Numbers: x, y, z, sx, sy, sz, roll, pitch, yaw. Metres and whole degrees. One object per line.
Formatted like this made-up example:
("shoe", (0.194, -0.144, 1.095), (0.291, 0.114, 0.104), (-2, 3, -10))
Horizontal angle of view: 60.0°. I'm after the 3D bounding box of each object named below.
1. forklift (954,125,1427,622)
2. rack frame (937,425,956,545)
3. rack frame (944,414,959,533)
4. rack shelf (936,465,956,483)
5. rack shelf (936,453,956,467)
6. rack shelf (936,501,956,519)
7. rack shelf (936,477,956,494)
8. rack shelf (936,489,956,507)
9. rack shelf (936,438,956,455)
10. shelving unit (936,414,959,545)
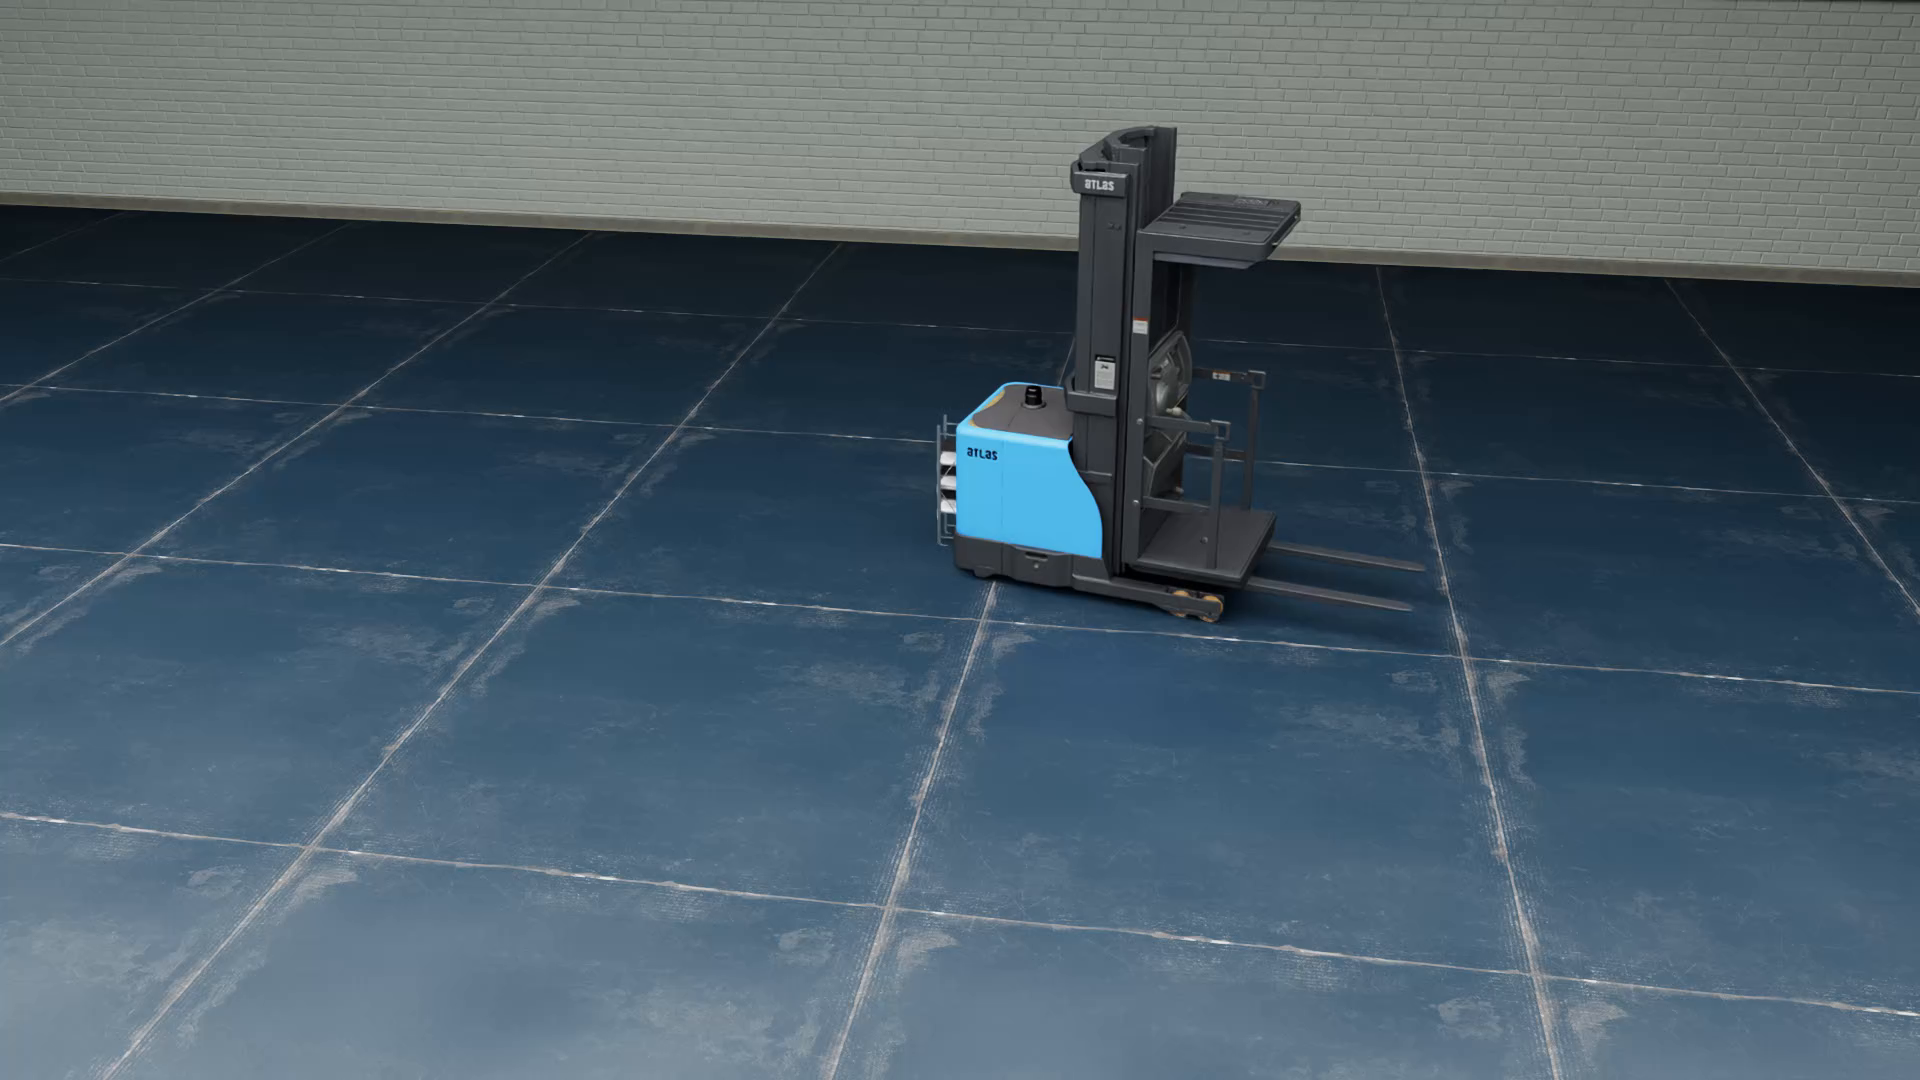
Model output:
("forklift", (1.527, -1.056, 10.594), (3.031, 2.935, 1.130), (10, 27, 20))
("rack frame", (-0.039, -0.367, 11.516), (0.240, 0.900, 0.006), (5, 26, 11))
("rack frame", (0.005, -0.451, 11.696), (0.240, 0.900, 0.006), (5, 26, 11))
("rack shelf", (-0.017, -0.460, 11.582), (0.258, 0.077, 0.200), (5, 26, 11))
("rack shelf", (-0.017, -0.542, 11.544), (0.258, 0.077, 0.200), (5, 26, 11))
("rack shelf", (-0.017, -0.215, 11.696), (0.258, 0.077, 0.200), (5, 26, 11))
("rack shelf", (-0.017, -0.379, 11.620), (0.258, 0.077, 0.200), (5, 26, 11))
("rack shelf", (-0.017, -0.297, 11.658), (0.258, 0.077, 0.200), (5, 26, 11))
("rack shelf", (-0.017, -0.623, 11.506), (0.258, 0.077, 0.200), (5, 26, 11))
("shelving unit", (-0.017, -0.409, 11.606), (0.258, 0.900, 0.210), (5, 26, 11))
